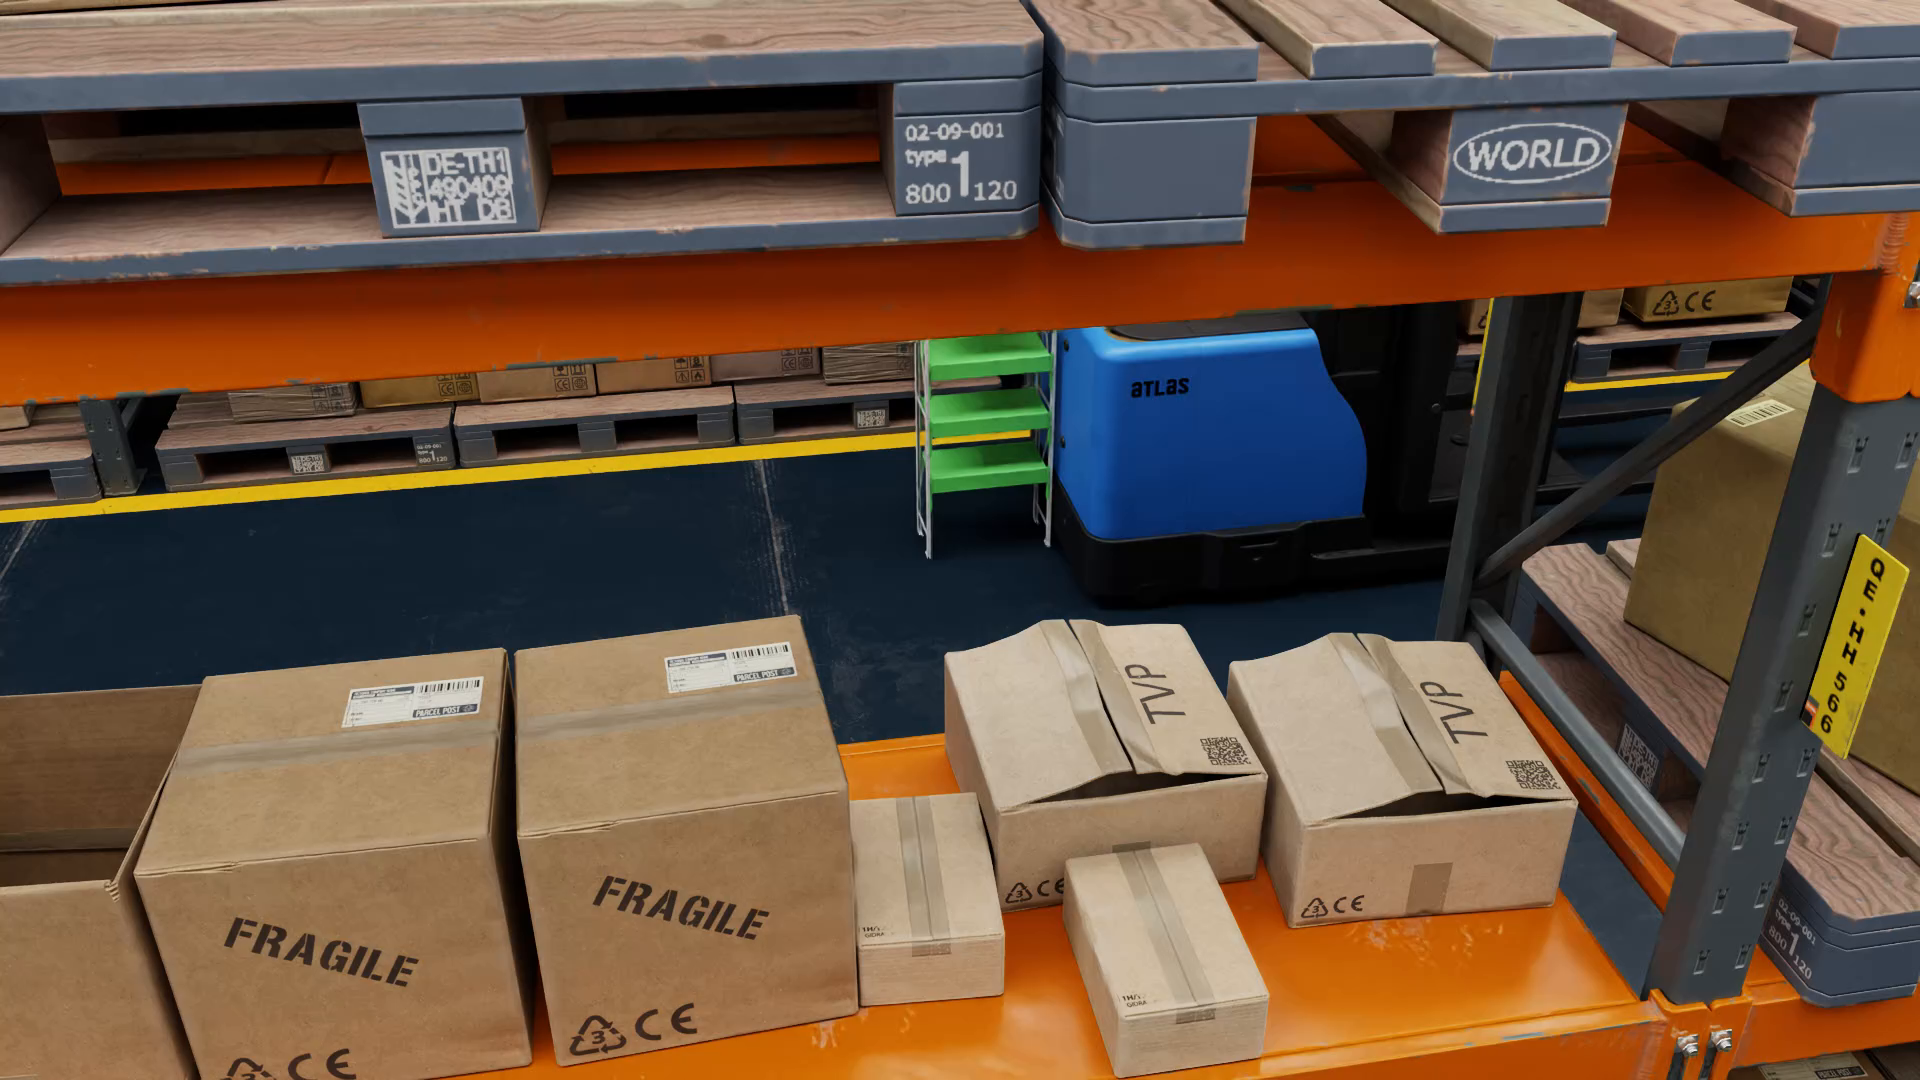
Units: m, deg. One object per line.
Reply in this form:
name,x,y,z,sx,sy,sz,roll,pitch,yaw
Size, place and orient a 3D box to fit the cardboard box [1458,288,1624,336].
cardboard box,2.725,-1.503,8.054,0.750,0.750,0.750,-4,31,-7

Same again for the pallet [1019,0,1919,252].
pallet,0.524,-0.726,2.252,1.003,0.211,1.213,-4,31,-7

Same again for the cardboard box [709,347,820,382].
cardboard box,-0.947,-1.122,7.731,0.500,0.500,0.700,-5,31,-9

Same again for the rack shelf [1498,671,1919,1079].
rack shelf,3.143,0.507,3.639,4.000,0.370,1.077,-5,31,-9

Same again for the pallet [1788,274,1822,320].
pallet,4.977,-1.284,8.725,1.213,0.211,1.003,-5,31,-9

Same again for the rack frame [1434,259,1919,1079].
rack frame,1.175,0.377,3.149,0.053,2.616,0.949,-5,31,-9

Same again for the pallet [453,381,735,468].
pallet,-1.687,-0.708,7.746,1.213,0.211,1.003,-5,31,-9

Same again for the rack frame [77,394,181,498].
rack frame,-3.655,-1.725,6.725,0.127,3.000,1.000,-5,31,-9

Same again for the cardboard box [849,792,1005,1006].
cardboard box,-0.068,0.632,2.964,0.250,0.149,0.380,-3,31,-5

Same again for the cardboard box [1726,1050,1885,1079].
cardboard box,1.675,1.368,3.497,0.500,0.500,0.500,-4,31,-7

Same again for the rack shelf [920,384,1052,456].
rack shelf,0.094,-0.470,6.491,0.480,0.148,0.258,-6,31,-10

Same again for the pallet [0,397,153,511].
pallet,-4.309,-0.444,7.297,1.213,0.211,1.003,-5,31,-9

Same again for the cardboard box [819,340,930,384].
cardboard box,-0.419,-1.111,7.712,0.500,0.500,0.700,-5,31,-8

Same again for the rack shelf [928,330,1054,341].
rack shelf,0.094,-0.883,6.248,0.480,0.148,0.258,-6,31,-10

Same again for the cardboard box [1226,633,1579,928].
cardboard box,0.810,0.429,3.149,0.500,0.311,0.500,-3,31,-6

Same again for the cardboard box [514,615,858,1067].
cardboard box,-0.472,0.497,2.846,0.500,0.500,0.500,-7,31,-12

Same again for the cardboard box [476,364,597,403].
cardboard box,-1.925,-1.012,7.543,0.500,0.500,0.700,-5,31,-8

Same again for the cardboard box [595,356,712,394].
cardboard box,-1.430,-1.062,7.629,0.500,0.500,0.700,-5,31,-9

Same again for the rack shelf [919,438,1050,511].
rack shelf,0.094,-0.263,6.612,0.480,0.148,0.258,-6,31,-10

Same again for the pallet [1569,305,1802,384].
pallet,3.469,-1.146,8.490,1.213,0.211,1.003,-5,31,-9

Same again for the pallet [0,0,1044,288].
pallet,-0.575,-0.623,2.076,1.213,0.211,1.003,-4,31,-7

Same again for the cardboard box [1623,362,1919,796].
cardboard box,1.775,0.041,3.208,0.500,0.500,0.700,-16,34,-25

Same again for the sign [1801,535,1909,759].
sign,1.279,0.156,2.382,0.005,0.325,0.100,-5,31,-9

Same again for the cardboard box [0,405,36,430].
cardboard box,-4.176,-0.630,7.223,0.250,0.166,0.380,-9,32,-15

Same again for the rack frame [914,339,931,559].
rack frame,-0.145,-0.500,6.417,0.015,1.200,0.240,-6,31,-10

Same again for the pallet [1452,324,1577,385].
pallet,2.267,-1.032,8.298,1.213,0.211,1.003,-5,31,-9

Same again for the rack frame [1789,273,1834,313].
rack frame,4.214,-2.456,7.967,0.127,3.000,1.000,-5,31,-9

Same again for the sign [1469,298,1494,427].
sign,1.069,-0.356,3.331,0.005,0.325,0.100,-5,31,-9

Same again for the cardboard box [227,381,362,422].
cardboard box,-2.934,-0.913,7.375,0.500,0.500,0.700,-4,31,-7

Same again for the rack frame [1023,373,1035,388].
rack frame,0.280,-2.090,7.346,0.127,3.000,1.000,-5,31,-9

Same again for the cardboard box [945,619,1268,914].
cardboard box,0.261,0.403,3.194,0.500,0.311,0.500,-6,31,-10

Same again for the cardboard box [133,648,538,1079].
cardboard box,-0.990,0.545,2.765,0.500,0.500,0.500,-5,31,-9

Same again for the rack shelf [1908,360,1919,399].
rack shelf,3.143,-0.787,2.879,4.000,0.370,1.077,-5,31,-9

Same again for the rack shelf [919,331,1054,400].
rack shelf,0.094,-0.676,6.369,0.480,0.148,0.258,-6,31,-10

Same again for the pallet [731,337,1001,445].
pallet,-0.489,-0.818,7.933,1.213,0.211,1.003,-5,31,-9

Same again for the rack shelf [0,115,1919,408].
rack shelf,-0.791,-0.421,2.258,4.000,0.370,1.077,-5,31,-9

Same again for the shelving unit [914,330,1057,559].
shelving unit,0.094,-0.525,6.458,0.503,1.200,0.258,-6,31,-10

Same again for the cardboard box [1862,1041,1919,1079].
cardboard box,2.189,1.317,3.583,0.500,0.500,0.500,-6,31,-11

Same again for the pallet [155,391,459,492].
pallet,-2.889,-0.595,7.554,1.213,0.211,1.003,-5,31,-9

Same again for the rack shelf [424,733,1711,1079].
rack shelf,-0.791,0.872,3.018,4.000,0.370,1.077,-5,31,-9

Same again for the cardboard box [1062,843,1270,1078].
cardboard box,0.341,0.707,2.836,0.250,0.149,0.380,-5,31,-9

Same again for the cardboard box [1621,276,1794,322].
cardboard box,3.599,-1.586,8.194,0.750,0.750,0.750,-5,31,-8

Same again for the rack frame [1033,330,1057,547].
rack frame,0.333,-0.549,6.500,0.015,1.200,0.240,-6,31,-10

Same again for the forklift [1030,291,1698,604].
forklift,1.863,-1.388,6.219,3.031,2.935,1.130,-6,31,-10

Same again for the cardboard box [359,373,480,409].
cardboard box,-2.434,-0.985,7.498,0.500,0.500,0.700,-6,31,-10

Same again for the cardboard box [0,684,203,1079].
cardboard box,-1.482,0.591,2.687,0.500,0.500,0.500,-3,31,-5

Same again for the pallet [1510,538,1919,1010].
pallet,1.830,0.365,3.359,1.003,0.211,1.213,-5,31,-9
